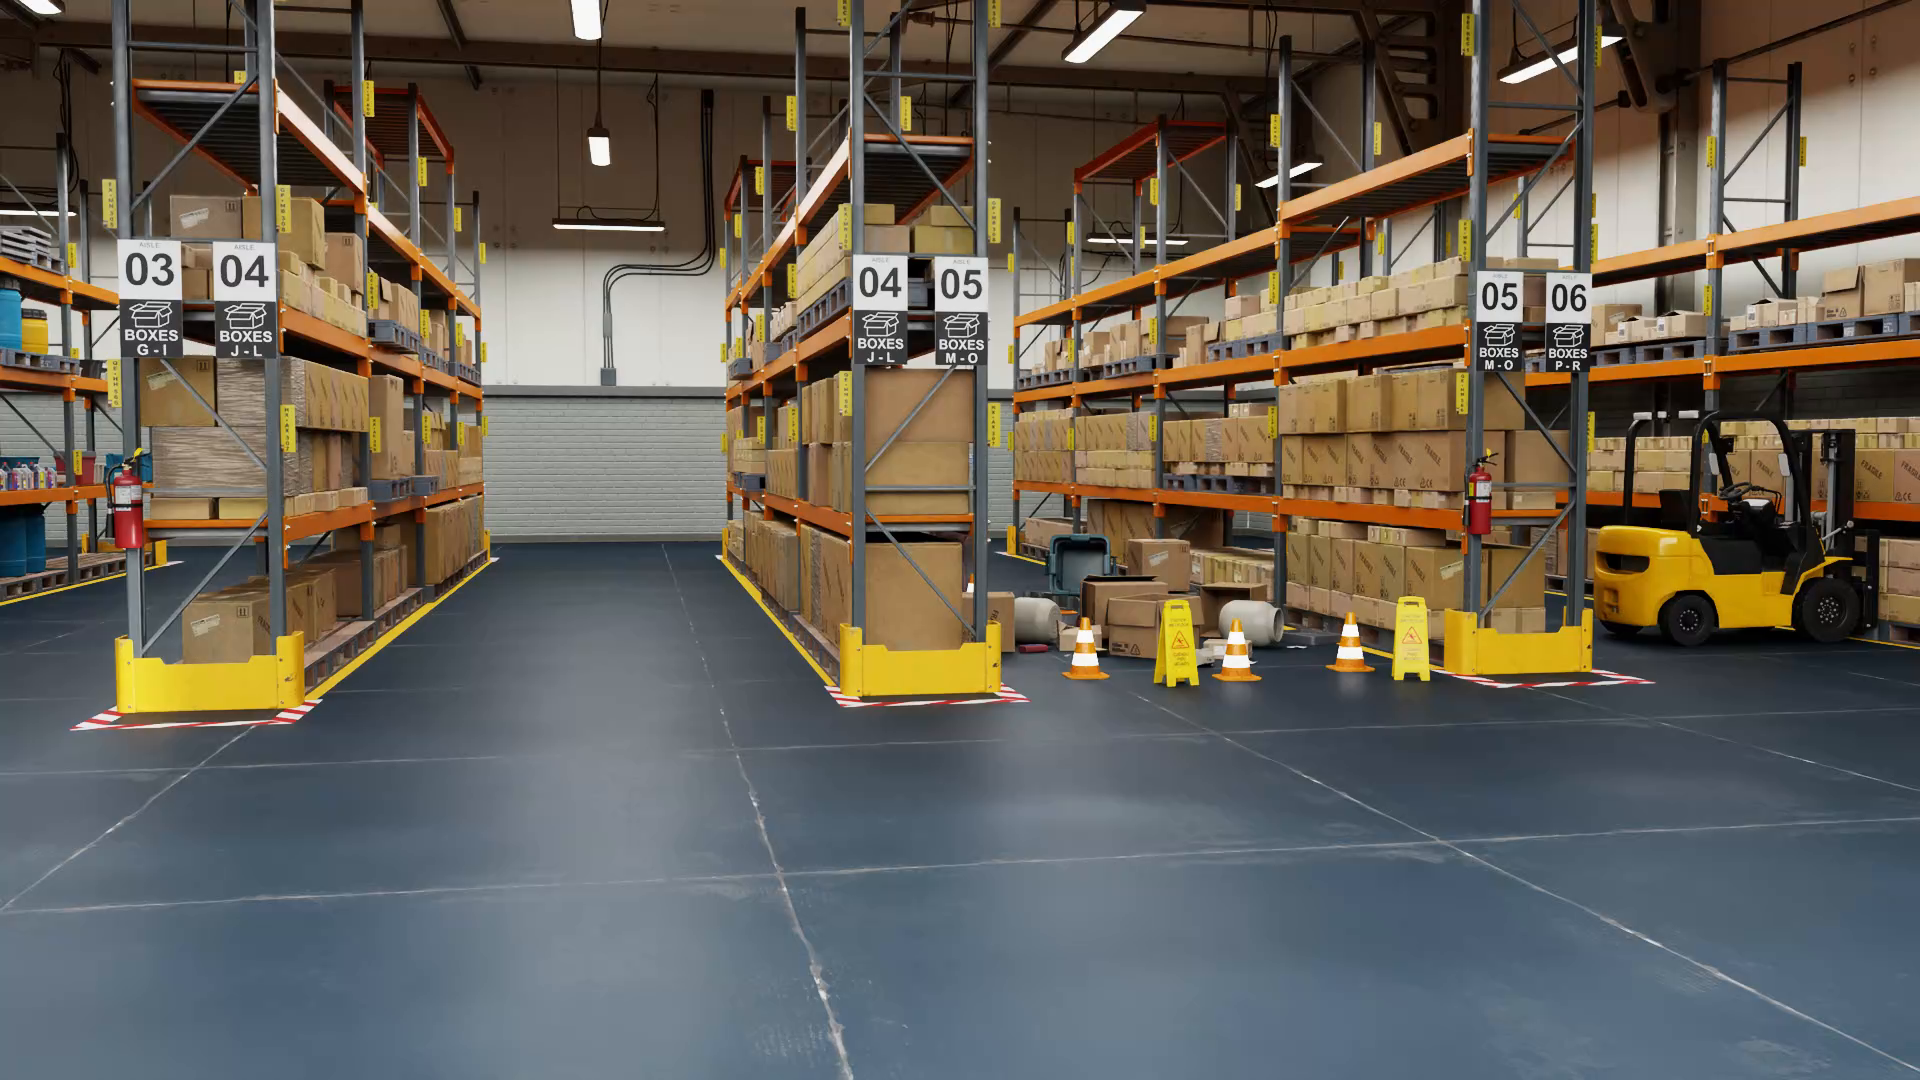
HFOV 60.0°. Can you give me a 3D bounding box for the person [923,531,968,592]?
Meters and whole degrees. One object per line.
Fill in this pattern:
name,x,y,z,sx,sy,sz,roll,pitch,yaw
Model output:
person,-0.165,-0.116,18.984,0.548,1.672,0.385,-1,3,-11
